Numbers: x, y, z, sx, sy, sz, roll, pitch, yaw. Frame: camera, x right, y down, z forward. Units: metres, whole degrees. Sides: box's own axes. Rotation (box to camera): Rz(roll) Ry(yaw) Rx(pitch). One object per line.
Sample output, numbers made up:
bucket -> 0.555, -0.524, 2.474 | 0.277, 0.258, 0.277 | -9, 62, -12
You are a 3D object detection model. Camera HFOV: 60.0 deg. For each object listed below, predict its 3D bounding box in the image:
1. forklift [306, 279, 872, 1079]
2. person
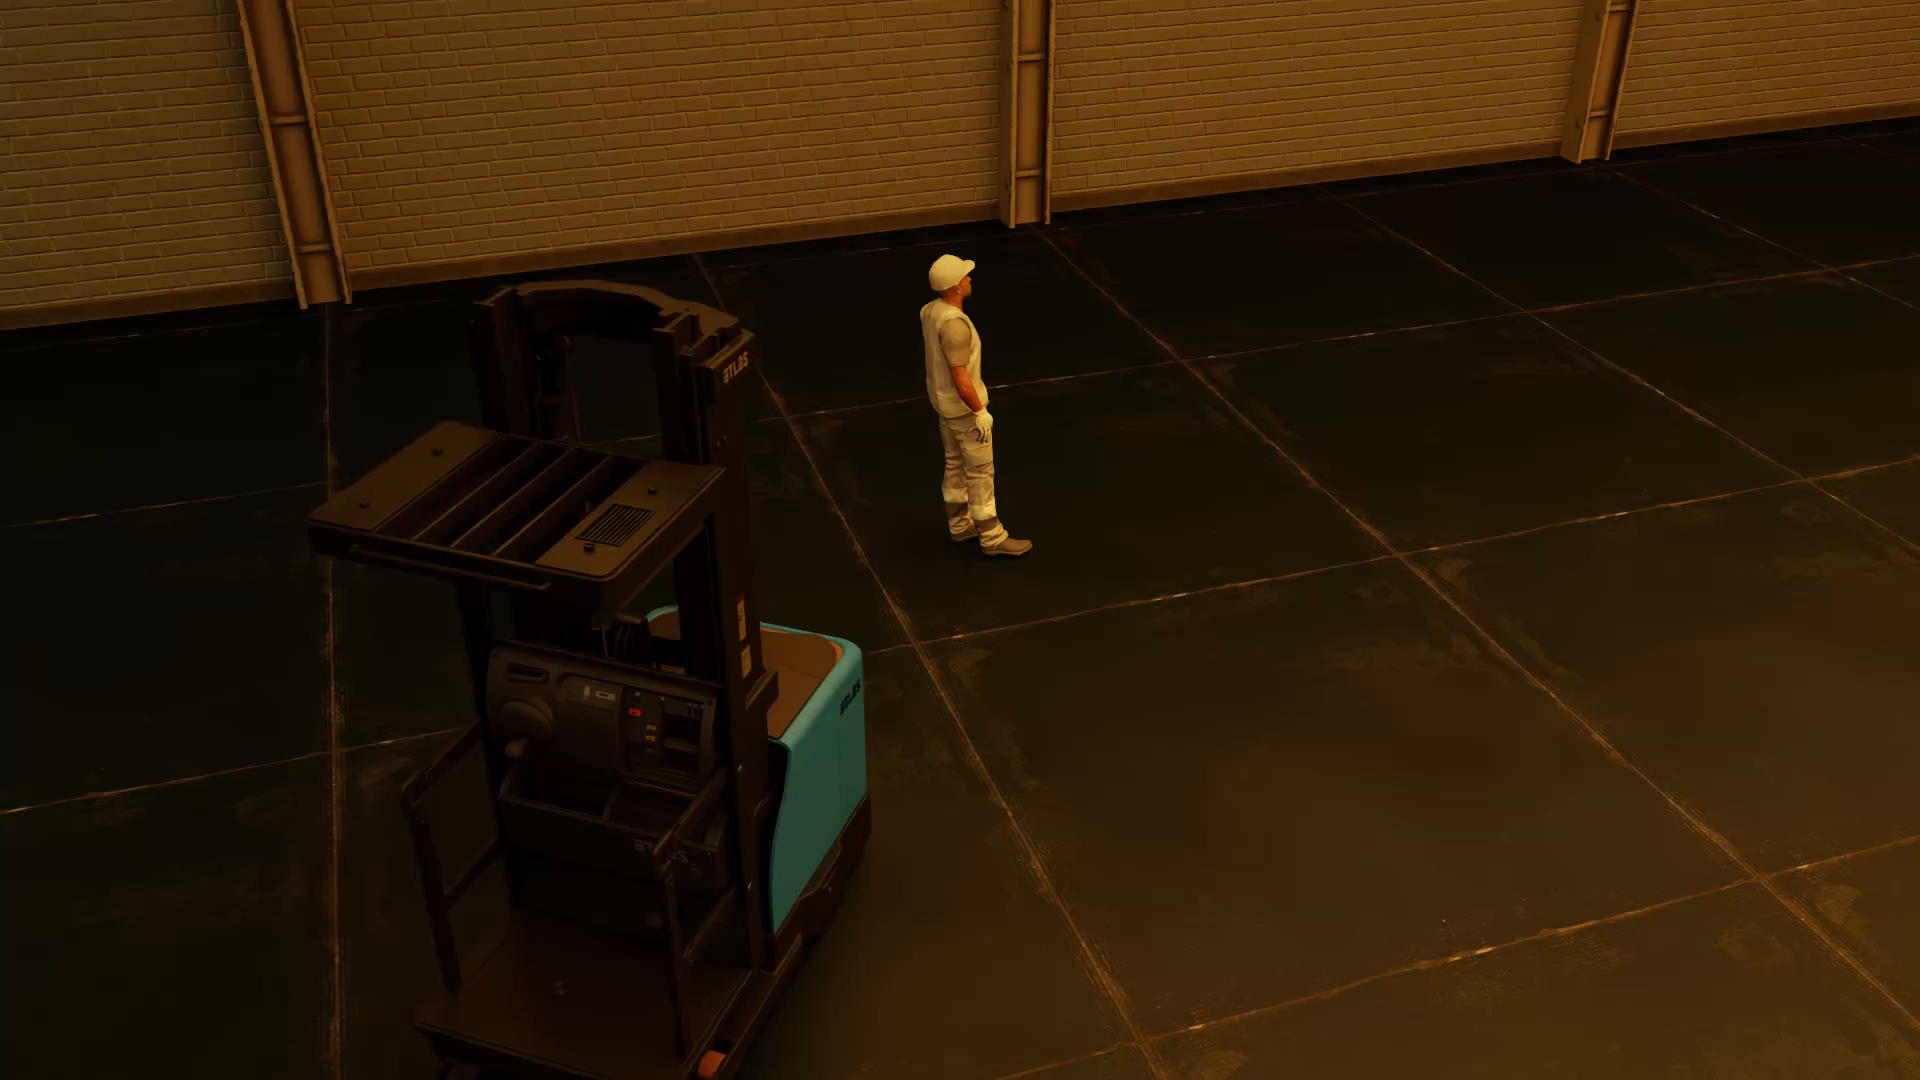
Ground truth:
forklift -> -1.377, 0.705, 5.861 | 1.130, 2.935, 3.031 | 10, 31, 17
person -> 0.080, -0.789, 9.590 | 0.562, 1.789, 0.638 | -10, 31, -16
